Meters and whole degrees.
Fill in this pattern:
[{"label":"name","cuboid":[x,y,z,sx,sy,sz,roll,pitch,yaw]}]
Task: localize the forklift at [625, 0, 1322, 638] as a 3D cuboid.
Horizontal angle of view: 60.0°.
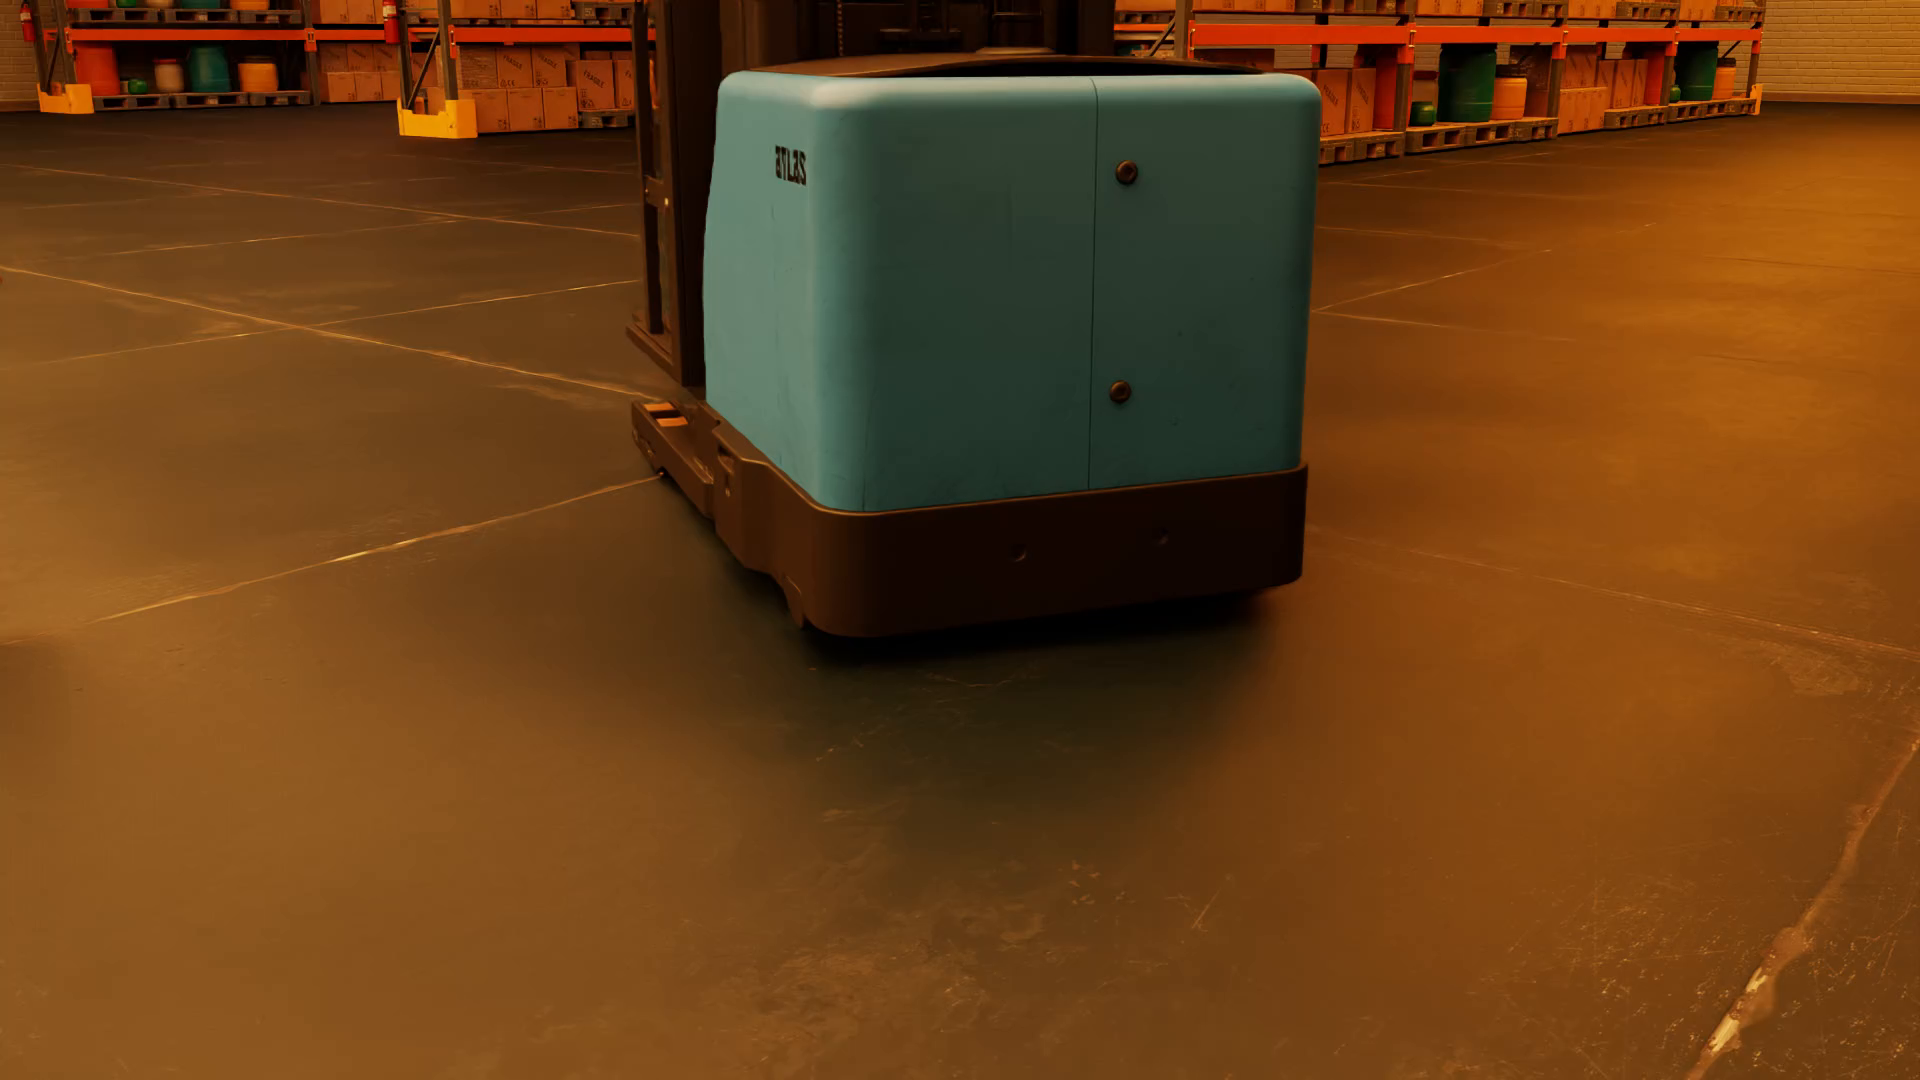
[{"label":"forklift","cuboid":[-0.284,-1.607,4.190,1.130,2.935,3.031,-6,18,-20]}]
